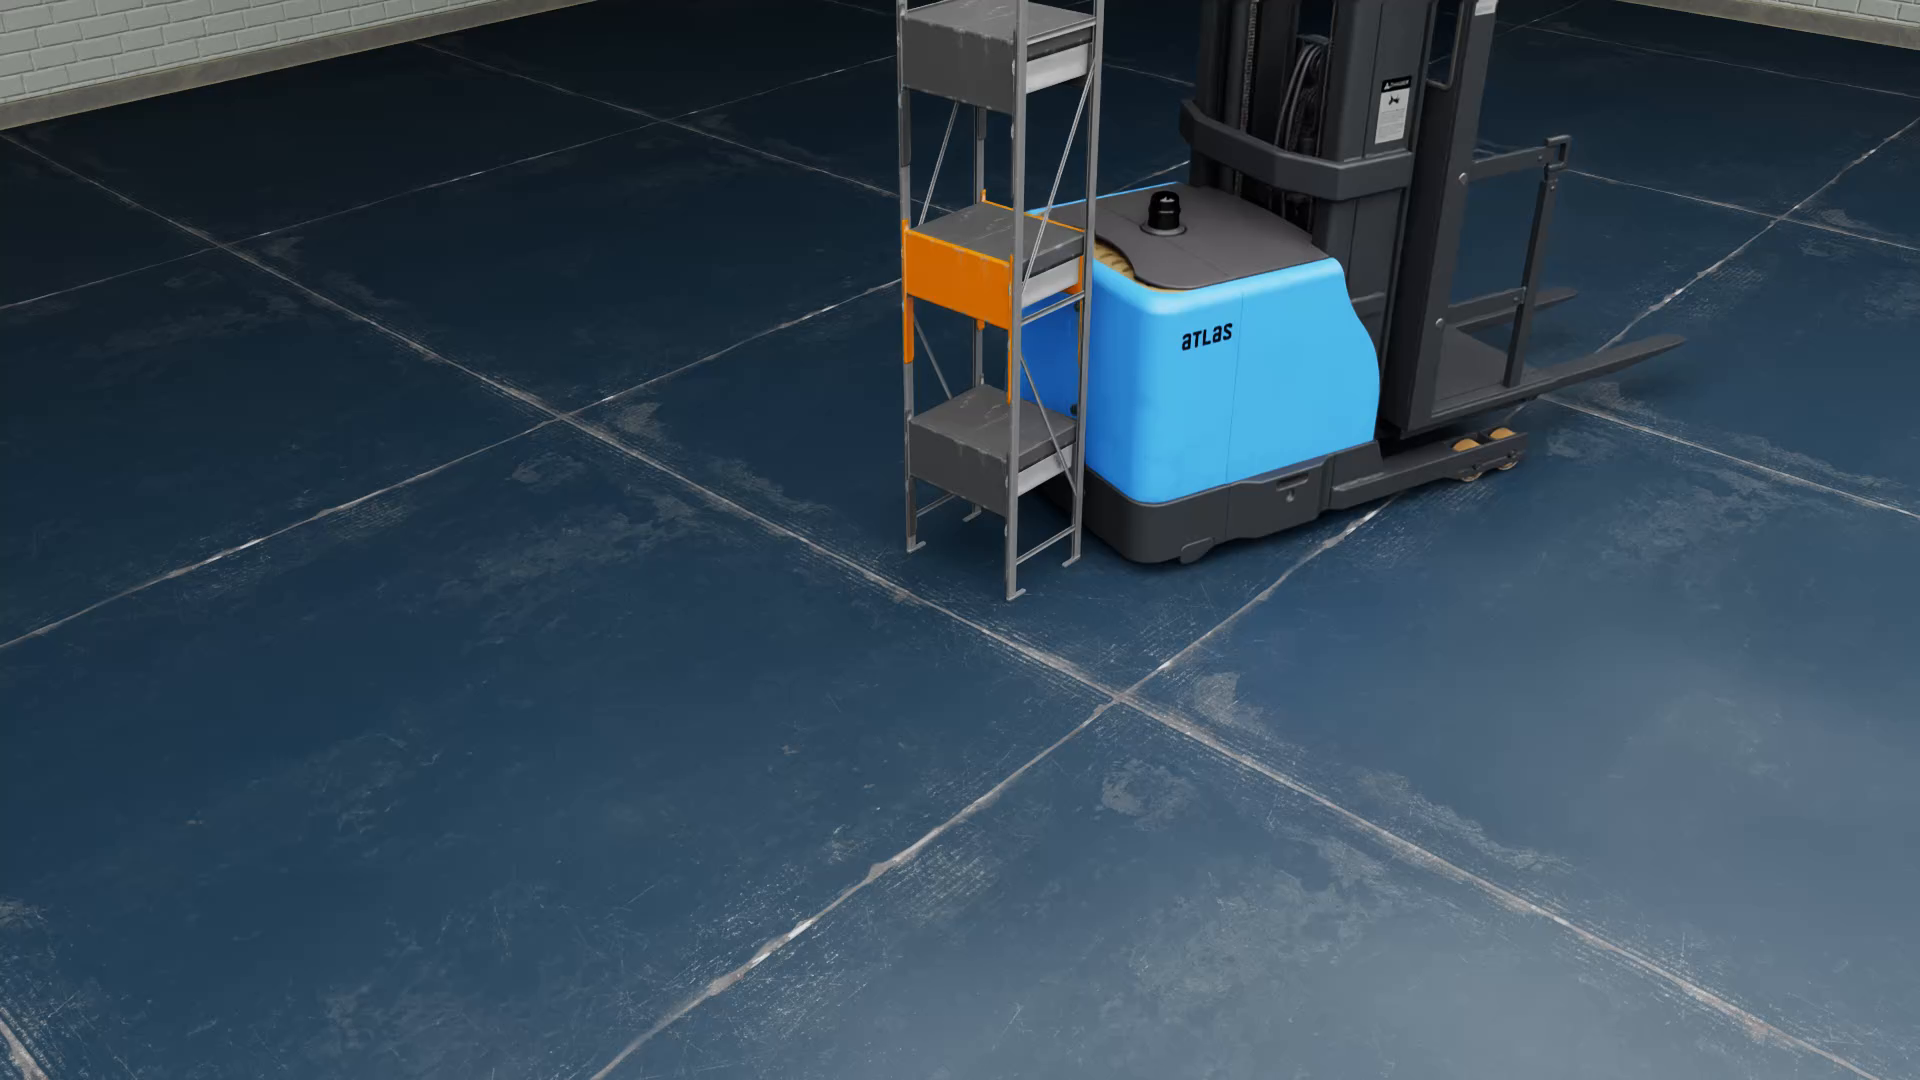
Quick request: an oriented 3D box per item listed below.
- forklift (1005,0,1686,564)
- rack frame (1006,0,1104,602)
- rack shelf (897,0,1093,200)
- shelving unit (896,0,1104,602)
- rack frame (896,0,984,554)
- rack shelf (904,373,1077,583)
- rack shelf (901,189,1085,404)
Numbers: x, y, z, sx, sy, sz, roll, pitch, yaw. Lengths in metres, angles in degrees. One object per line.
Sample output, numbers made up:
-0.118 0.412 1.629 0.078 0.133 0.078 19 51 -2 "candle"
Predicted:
1.700 -1.709 6.248 3.031 2.935 1.130 -16 35 -25 "forklift"
0.304 -0.758 5.473 0.015 2.100 0.400 25 39 35 "rack frame"
0.123 -1.430 5.259 0.480 0.518 0.431 25 39 35 "rack shelf"
0.123 -0.842 5.613 0.503 2.100 0.431 25 39 35 "shelving unit"
-0.058 -0.927 5.754 0.015 2.100 0.400 25 39 35 "rack frame"
0.123 -0.231 5.981 0.480 0.518 0.431 25 39 35 "rack shelf"
0.123 -0.831 5.620 0.480 0.518 0.431 25 39 35 "rack shelf"
